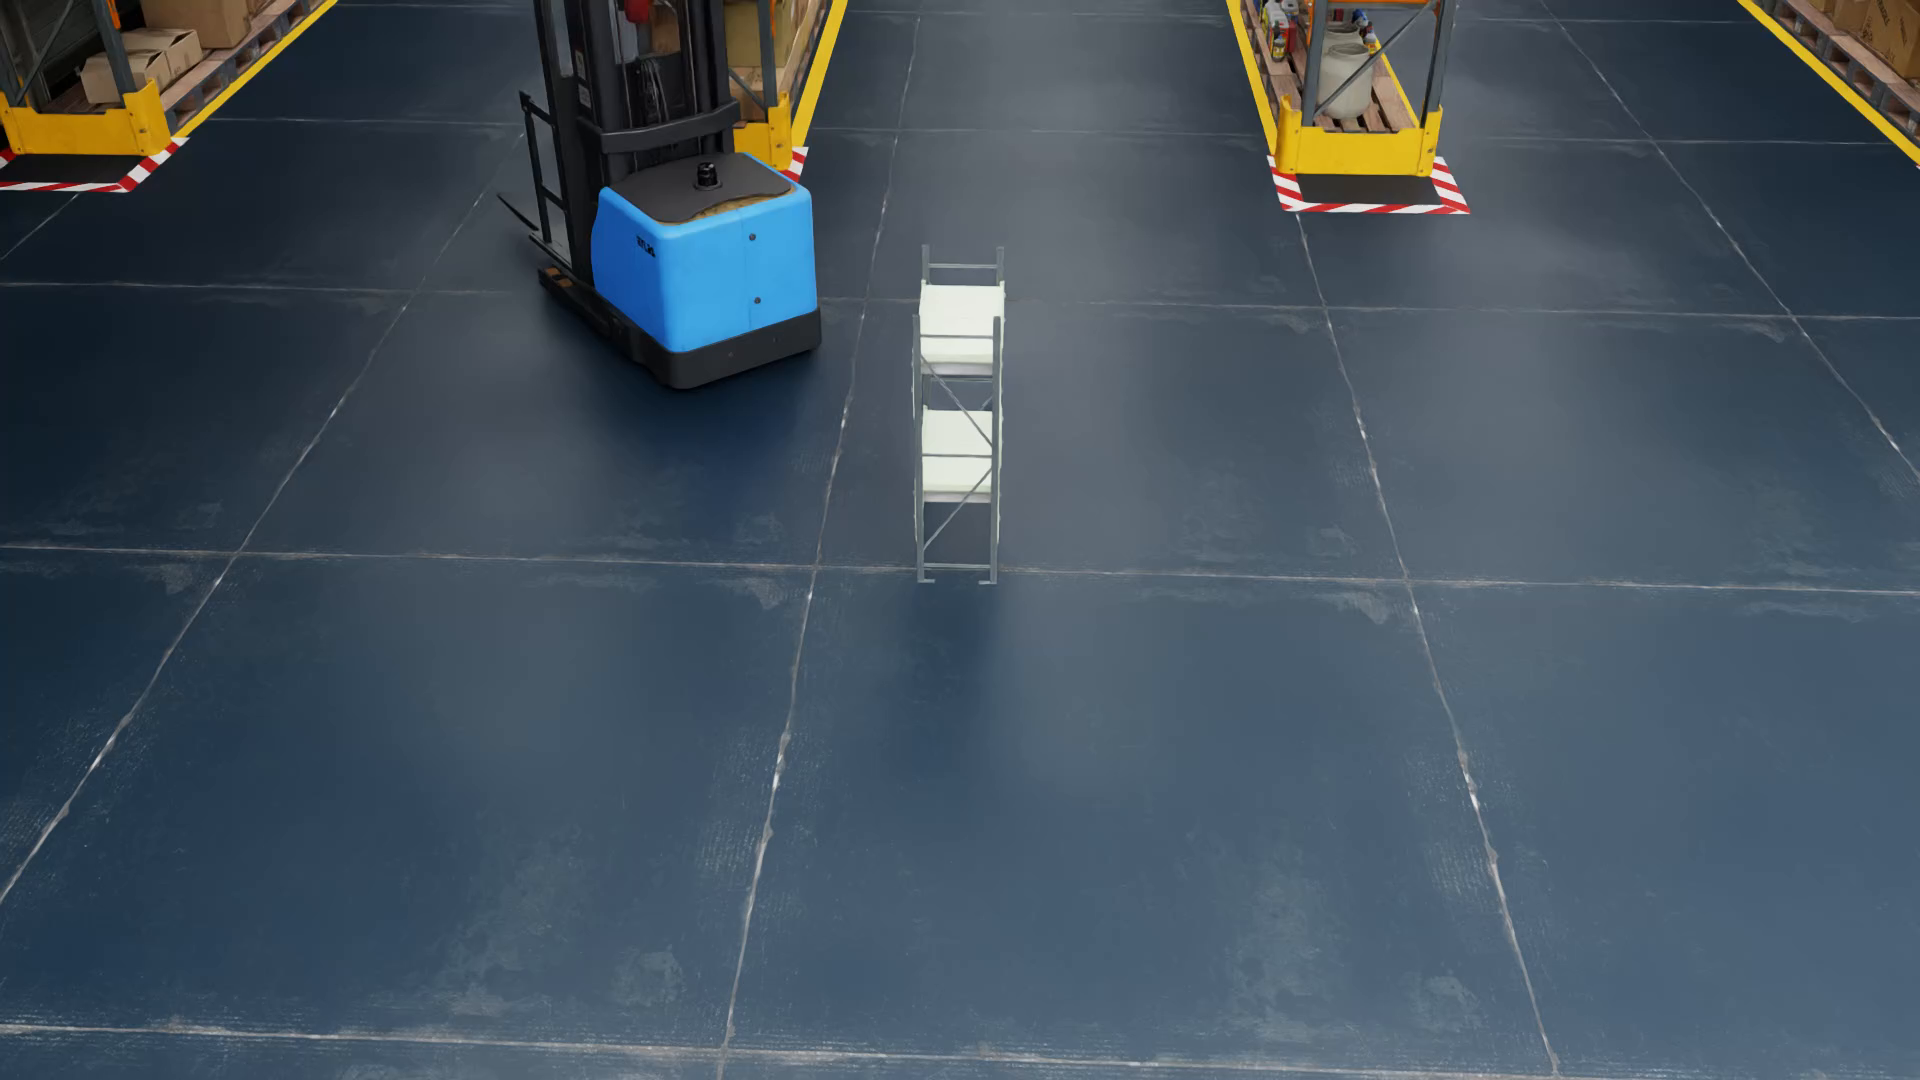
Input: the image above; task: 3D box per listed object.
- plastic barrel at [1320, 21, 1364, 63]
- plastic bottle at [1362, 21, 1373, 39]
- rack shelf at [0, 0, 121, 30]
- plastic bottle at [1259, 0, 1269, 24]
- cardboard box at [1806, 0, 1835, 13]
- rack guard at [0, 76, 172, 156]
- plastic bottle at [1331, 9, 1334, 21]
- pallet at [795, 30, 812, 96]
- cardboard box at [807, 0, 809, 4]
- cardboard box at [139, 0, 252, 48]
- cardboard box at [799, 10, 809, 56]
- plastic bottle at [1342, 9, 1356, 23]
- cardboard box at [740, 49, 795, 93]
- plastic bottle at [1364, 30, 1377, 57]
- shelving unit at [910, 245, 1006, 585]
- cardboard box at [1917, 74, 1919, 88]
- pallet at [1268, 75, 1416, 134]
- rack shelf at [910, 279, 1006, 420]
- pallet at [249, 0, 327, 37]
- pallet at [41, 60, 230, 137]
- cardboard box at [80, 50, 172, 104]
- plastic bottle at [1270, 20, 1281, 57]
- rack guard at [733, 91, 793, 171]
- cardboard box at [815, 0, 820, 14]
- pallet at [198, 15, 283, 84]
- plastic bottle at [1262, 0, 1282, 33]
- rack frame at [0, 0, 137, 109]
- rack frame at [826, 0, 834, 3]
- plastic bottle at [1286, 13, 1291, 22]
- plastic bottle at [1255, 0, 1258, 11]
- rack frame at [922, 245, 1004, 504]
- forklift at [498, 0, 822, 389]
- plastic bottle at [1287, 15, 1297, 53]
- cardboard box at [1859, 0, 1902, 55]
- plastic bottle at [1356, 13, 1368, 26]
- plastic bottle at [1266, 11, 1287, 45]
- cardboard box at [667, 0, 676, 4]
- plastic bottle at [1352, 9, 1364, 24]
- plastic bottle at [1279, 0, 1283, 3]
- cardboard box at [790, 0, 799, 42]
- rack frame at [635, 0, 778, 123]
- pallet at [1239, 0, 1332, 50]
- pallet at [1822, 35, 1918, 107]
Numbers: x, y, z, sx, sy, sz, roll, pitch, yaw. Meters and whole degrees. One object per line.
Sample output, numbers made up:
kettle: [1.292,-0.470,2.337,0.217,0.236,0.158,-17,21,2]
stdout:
plastic barrel: [3.030,-3.878,13.403,0.421,0.512,0.421,0,35,0]
plastic bottle: [3.471,-4.288,14.169,0.061,0.283,0.133,2,35,3]
rack shelf: [-6.759,-5.139,14.025,1.077,0.370,4.000,1,35,2]
plastic bottle: [2.718,-4.766,14.848,0.061,0.283,0.133,3,35,4]
cardboard box: [8.113,-5.160,15.237,0.500,0.500,0.500,0,35,0]
rack guard: [-6.836,-3.306,12.964,1.175,0.500,0.348,1,35,2]
plastic bottle: [3.358,-4.738,14.808,0.061,0.283,0.133,1,35,2]
pallet: [-1.849,-4.171,14.447,1.003,0.211,1.213,1,35,2]
cardboard box: [-1.577,-4.978,14.544,0.500,0.500,0.500,1,35,2]
cardboard box: [-6.619,-4.585,14.402,0.700,0.500,0.500,-1,35,-1]
cardboard box: [-1.584,-4.384,14.351,0.500,0.250,0.500,1,35,2]
plastic bottle: [3.451,-4.654,14.695,0.152,0.276,0.135,2,35,3]
cardboard box: [-1.629,-3.809,13.534,0.500,0.250,0.500,1,35,2]
plastic bottle: [3.444,-4.154,13.988,0.097,0.271,0.097,0,35,0]
shelving unit: [0.000,-0.610,8.259,0.431,1.500,0.755,1,35,2]
cardboard box: [8.040,-3.793,13.293,0.500,0.500,0.500,10,36,14]
pallet: [3.054,-3.426,13.387,1.003,0.211,1.213,1,35,2]
rack shelf: [0.000,-0.929,8.035,0.431,0.370,0.720,1,35,2]
pallet: [-6.670,-5.055,15.705,1.003,0.211,1.213,1,35,2]
pallet: [-6.768,-3.653,13.710,1.003,0.211,1.213,1,35,2]
cardboard box: [-6.722,-3.760,13.393,0.500,0.311,0.500,-2,35,-3]
plastic bottle: [2.682,-4.257,14.124,0.061,0.283,0.133,2,35,3]
rack guard: [-1.890,-3.136,12.723,1.175,0.500,0.348,1,35,2]
cardboard box: [-1.559,-4.959,15.169,0.500,0.250,0.500,1,35,2]
pallet: [-6.716,-4.352,14.705,1.003,0.211,1.213,1,35,2]
plastic bottle: [2.749,-4.643,14.615,0.144,0.351,0.185,1,35,2]
rack frame: [-6.839,-4.285,12.183,1.000,3.000,0.127,1,35,2]
rack frame: [-1.729,-6.470,15.294,1.000,3.000,0.127,1,35,2]
plastic bottle: [2.864,-4.498,14.538,0.097,0.201,0.097,0,35,0]
plastic bottle: [2.773,-4.996,15.117,0.144,0.351,0.185,2,35,3]
rack frame: [0.014,-0.820,8.558,0.400,1.500,0.023,1,35,2]
forklift: [-2.129,-2.890,10.259,1.130,2.935,3.031,-23,41,-29]
plastic bottle: [2.839,-4.332,14.230,0.061,0.283,0.133,1,35,2]
cardboard box: [8.152,-4.472,14.259,0.500,0.500,0.500,-2,35,-2]
plastic bottle: [3.462,-4.408,14.350,0.097,0.271,0.097,0,35,0]
plastic bottle: [2.739,-4.411,14.349,0.152,0.276,0.135,0,35,1]
cardboard box: [-2.140,-4.416,13.744,0.500,0.500,0.500,1,35,2]
plastic bottle: [3.470,-4.525,14.515,0.097,0.271,0.097,0,35,0]
plastic bottle: [2.888,-4.877,15.017,0.097,0.271,0.097,0,35,0]
cardboard box: [-1.620,-4.404,13.727,0.500,0.500,0.500,1,35,2]
rack frame: [-1.889,-4.172,12.024,1.000,3.000,0.127,1,35,2]
pallet: [3.152,-4.828,15.382,1.003,0.211,1.213,1,35,2]
pallet: [8.132,-4.009,14.217,1.003,0.211,1.213,1,35,2]
